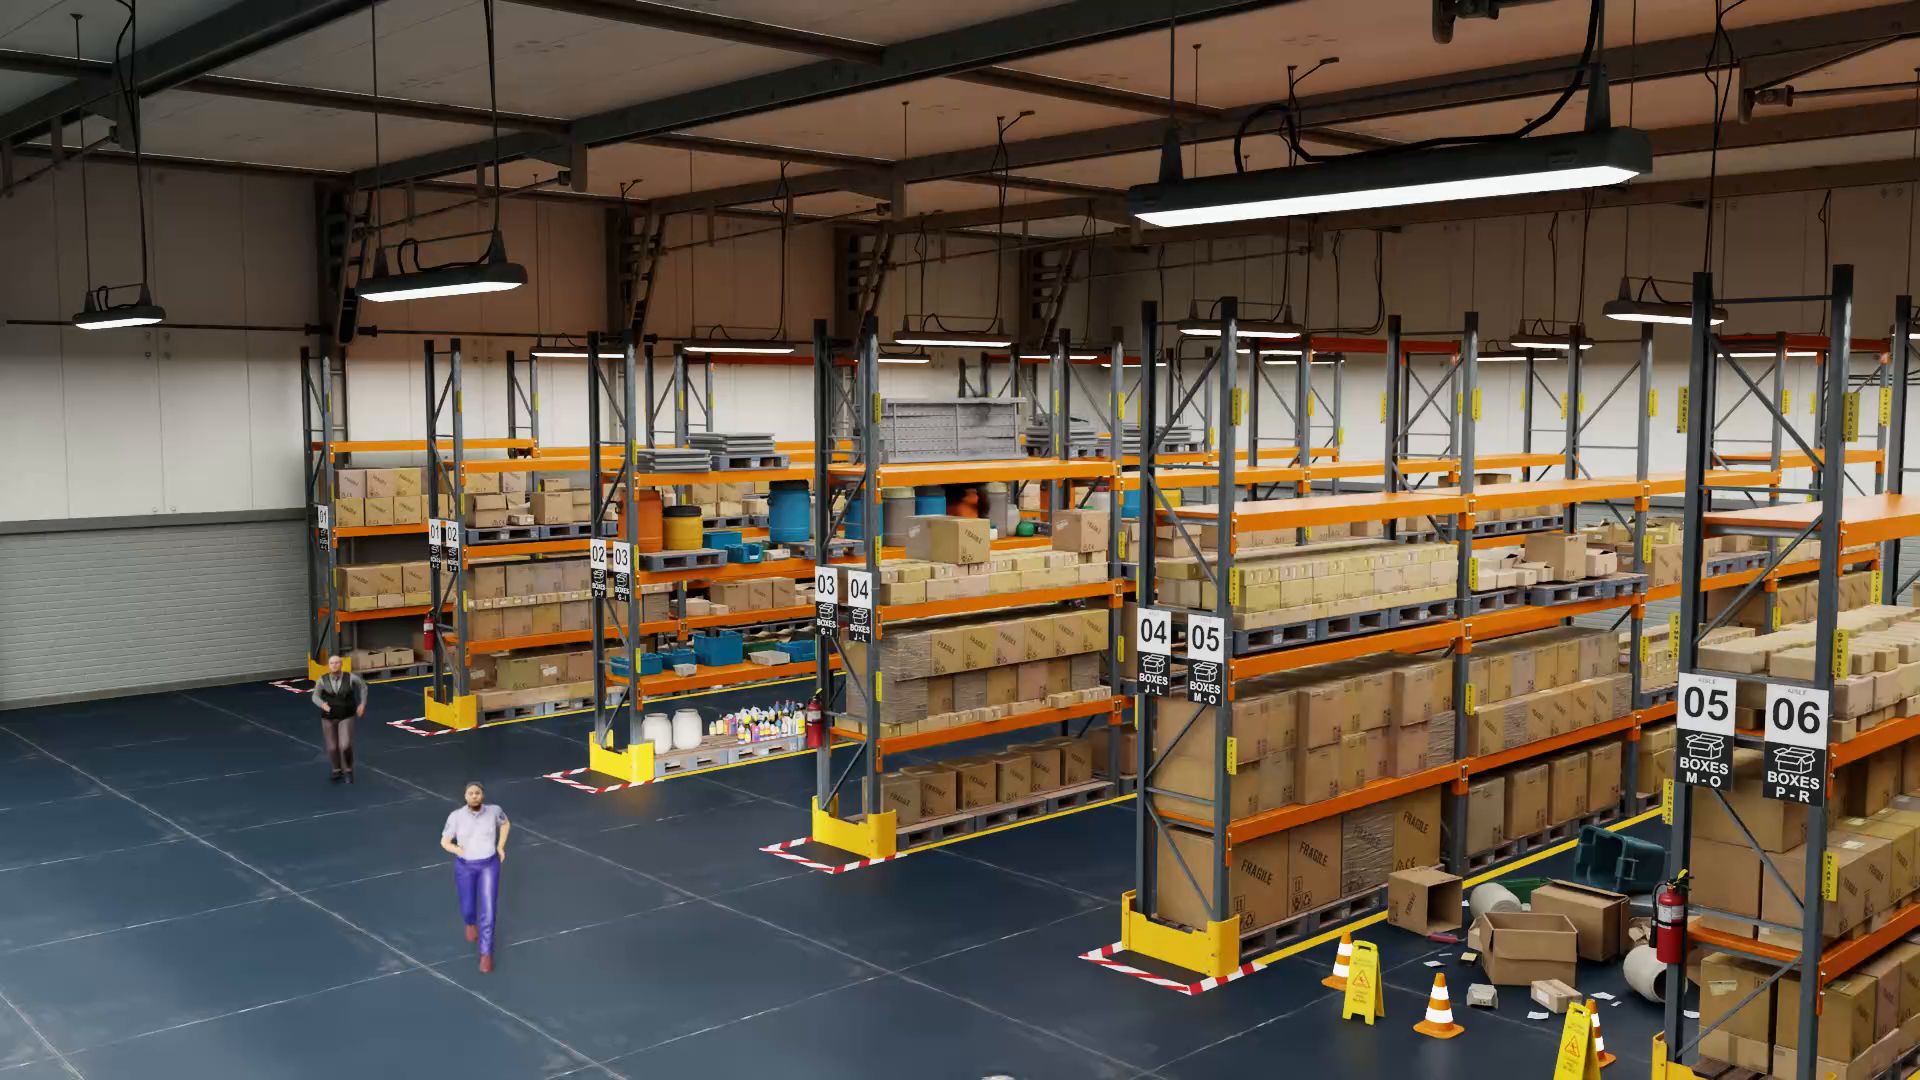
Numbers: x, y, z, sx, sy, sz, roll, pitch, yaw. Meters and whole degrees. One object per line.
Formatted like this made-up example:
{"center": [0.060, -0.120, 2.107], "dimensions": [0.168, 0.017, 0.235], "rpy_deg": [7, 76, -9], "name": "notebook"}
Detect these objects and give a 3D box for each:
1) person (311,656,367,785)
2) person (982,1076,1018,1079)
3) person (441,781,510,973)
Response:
{"center": [-8.200, 2.395, 21.967], "dimensions": [0.676, 1.752, 0.703], "rpy_deg": [-1, 5, -13], "name": "person"}
{"center": [0.274, 3.570, 8.642], "dimensions": [0.573, 1.736, 0.761], "rpy_deg": [1, 5, 6], "name": "person"}
{"center": [-4.398, 3.008, 15.139], "dimensions": [0.609, 1.648, 0.875], "rpy_deg": [-2, 5, -17], "name": "person"}
